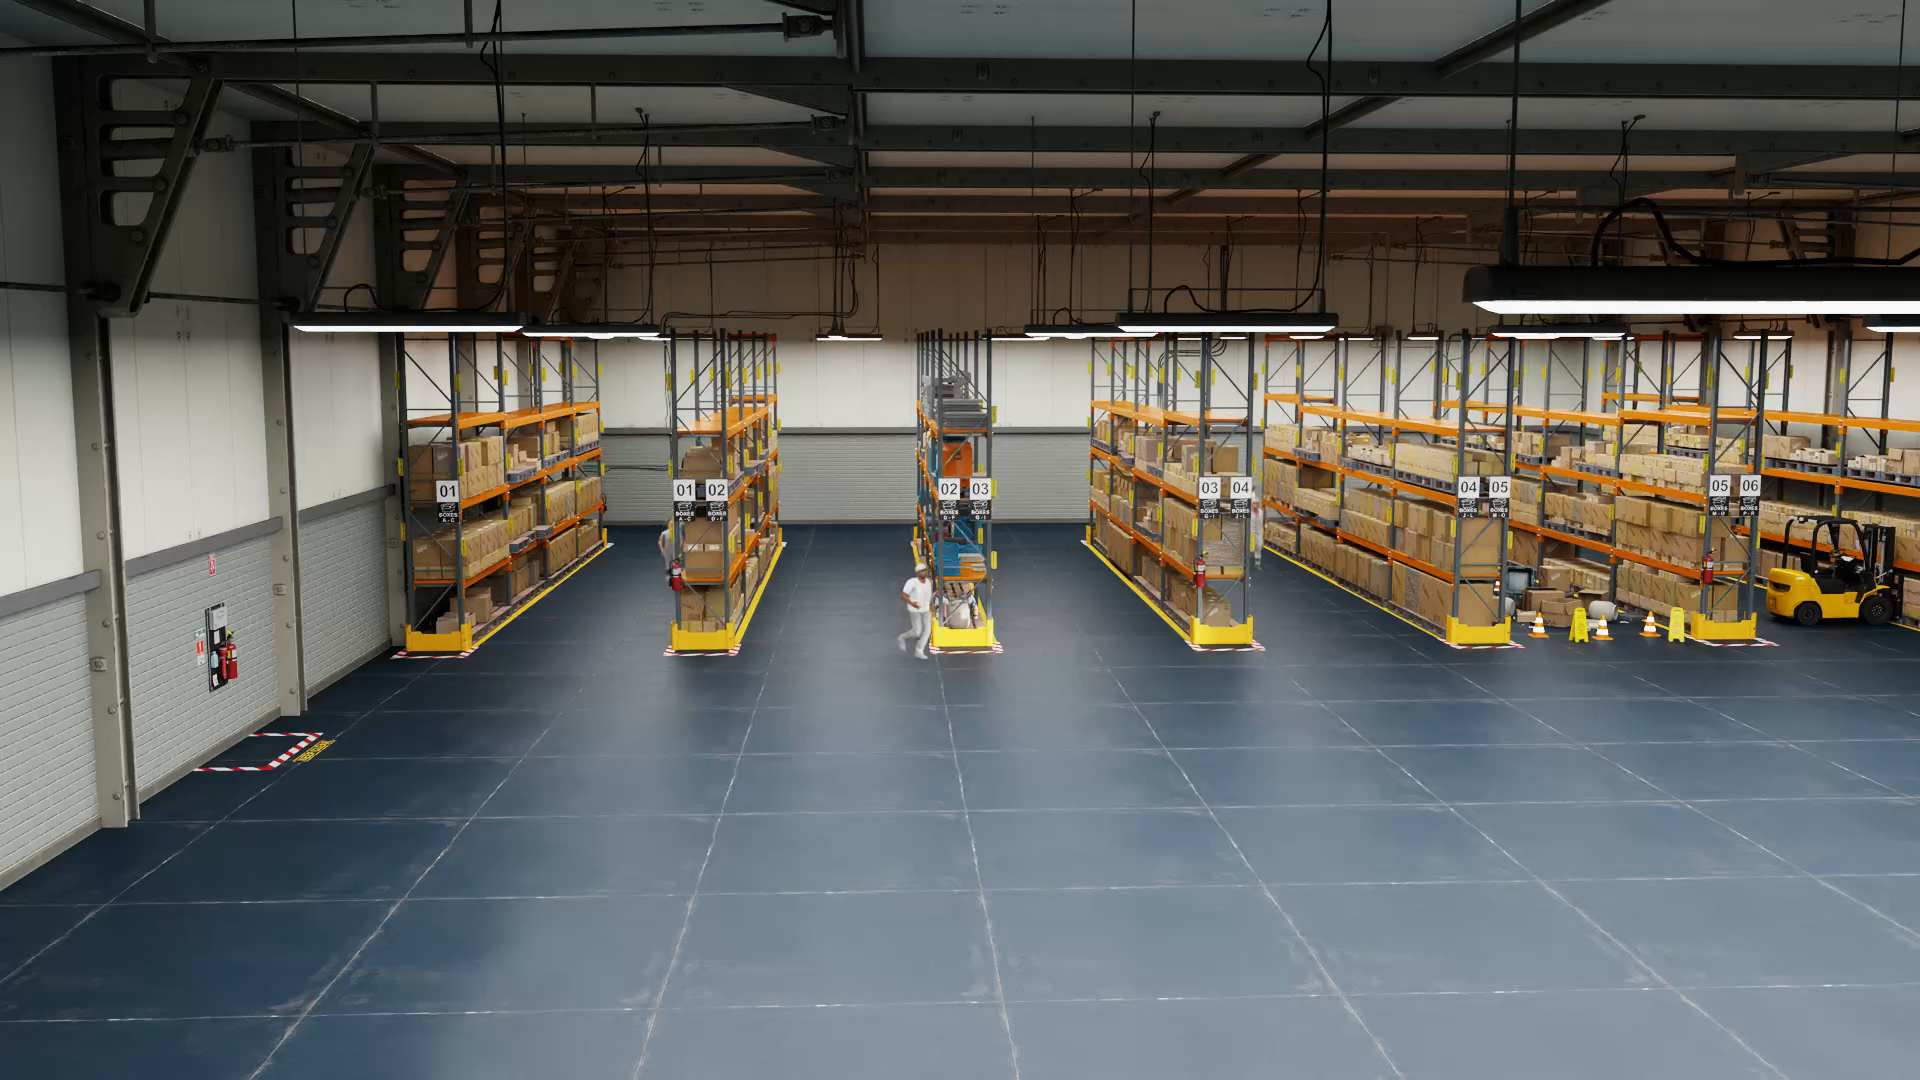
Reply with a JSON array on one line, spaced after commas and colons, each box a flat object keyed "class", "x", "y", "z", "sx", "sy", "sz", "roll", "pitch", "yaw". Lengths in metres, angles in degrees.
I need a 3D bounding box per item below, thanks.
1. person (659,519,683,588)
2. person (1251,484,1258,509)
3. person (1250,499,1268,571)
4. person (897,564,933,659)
[{"class": "person", "x": -6.786, "y": 0.315, "z": 39.103, "sx": 0.564, "sy": 1.620, "sz": 0.569, "roll": -2, "pitch": 7, "yaw": -14}, {"class": "person", "x": 8.501, "y": -0.871, "z": 49.195, "sx": 0.549, "sy": 1.669, "sz": 0.714, "roll": 1, "pitch": 7, "yaw": 4}, {"class": "person", "x": 7.499, "y": -0.159, "z": 42.395, "sx": 0.656, "sy": 1.791, "sz": 0.992, "roll": -1, "pitch": 7, "yaw": -7}, {"class": "person", "x": -0.767, "y": 1.285, "z": 30.500, "sx": 0.718, "sy": 1.730, "sz": 0.700, "roll": -6, "pitch": 9, "yaw": -41}]
